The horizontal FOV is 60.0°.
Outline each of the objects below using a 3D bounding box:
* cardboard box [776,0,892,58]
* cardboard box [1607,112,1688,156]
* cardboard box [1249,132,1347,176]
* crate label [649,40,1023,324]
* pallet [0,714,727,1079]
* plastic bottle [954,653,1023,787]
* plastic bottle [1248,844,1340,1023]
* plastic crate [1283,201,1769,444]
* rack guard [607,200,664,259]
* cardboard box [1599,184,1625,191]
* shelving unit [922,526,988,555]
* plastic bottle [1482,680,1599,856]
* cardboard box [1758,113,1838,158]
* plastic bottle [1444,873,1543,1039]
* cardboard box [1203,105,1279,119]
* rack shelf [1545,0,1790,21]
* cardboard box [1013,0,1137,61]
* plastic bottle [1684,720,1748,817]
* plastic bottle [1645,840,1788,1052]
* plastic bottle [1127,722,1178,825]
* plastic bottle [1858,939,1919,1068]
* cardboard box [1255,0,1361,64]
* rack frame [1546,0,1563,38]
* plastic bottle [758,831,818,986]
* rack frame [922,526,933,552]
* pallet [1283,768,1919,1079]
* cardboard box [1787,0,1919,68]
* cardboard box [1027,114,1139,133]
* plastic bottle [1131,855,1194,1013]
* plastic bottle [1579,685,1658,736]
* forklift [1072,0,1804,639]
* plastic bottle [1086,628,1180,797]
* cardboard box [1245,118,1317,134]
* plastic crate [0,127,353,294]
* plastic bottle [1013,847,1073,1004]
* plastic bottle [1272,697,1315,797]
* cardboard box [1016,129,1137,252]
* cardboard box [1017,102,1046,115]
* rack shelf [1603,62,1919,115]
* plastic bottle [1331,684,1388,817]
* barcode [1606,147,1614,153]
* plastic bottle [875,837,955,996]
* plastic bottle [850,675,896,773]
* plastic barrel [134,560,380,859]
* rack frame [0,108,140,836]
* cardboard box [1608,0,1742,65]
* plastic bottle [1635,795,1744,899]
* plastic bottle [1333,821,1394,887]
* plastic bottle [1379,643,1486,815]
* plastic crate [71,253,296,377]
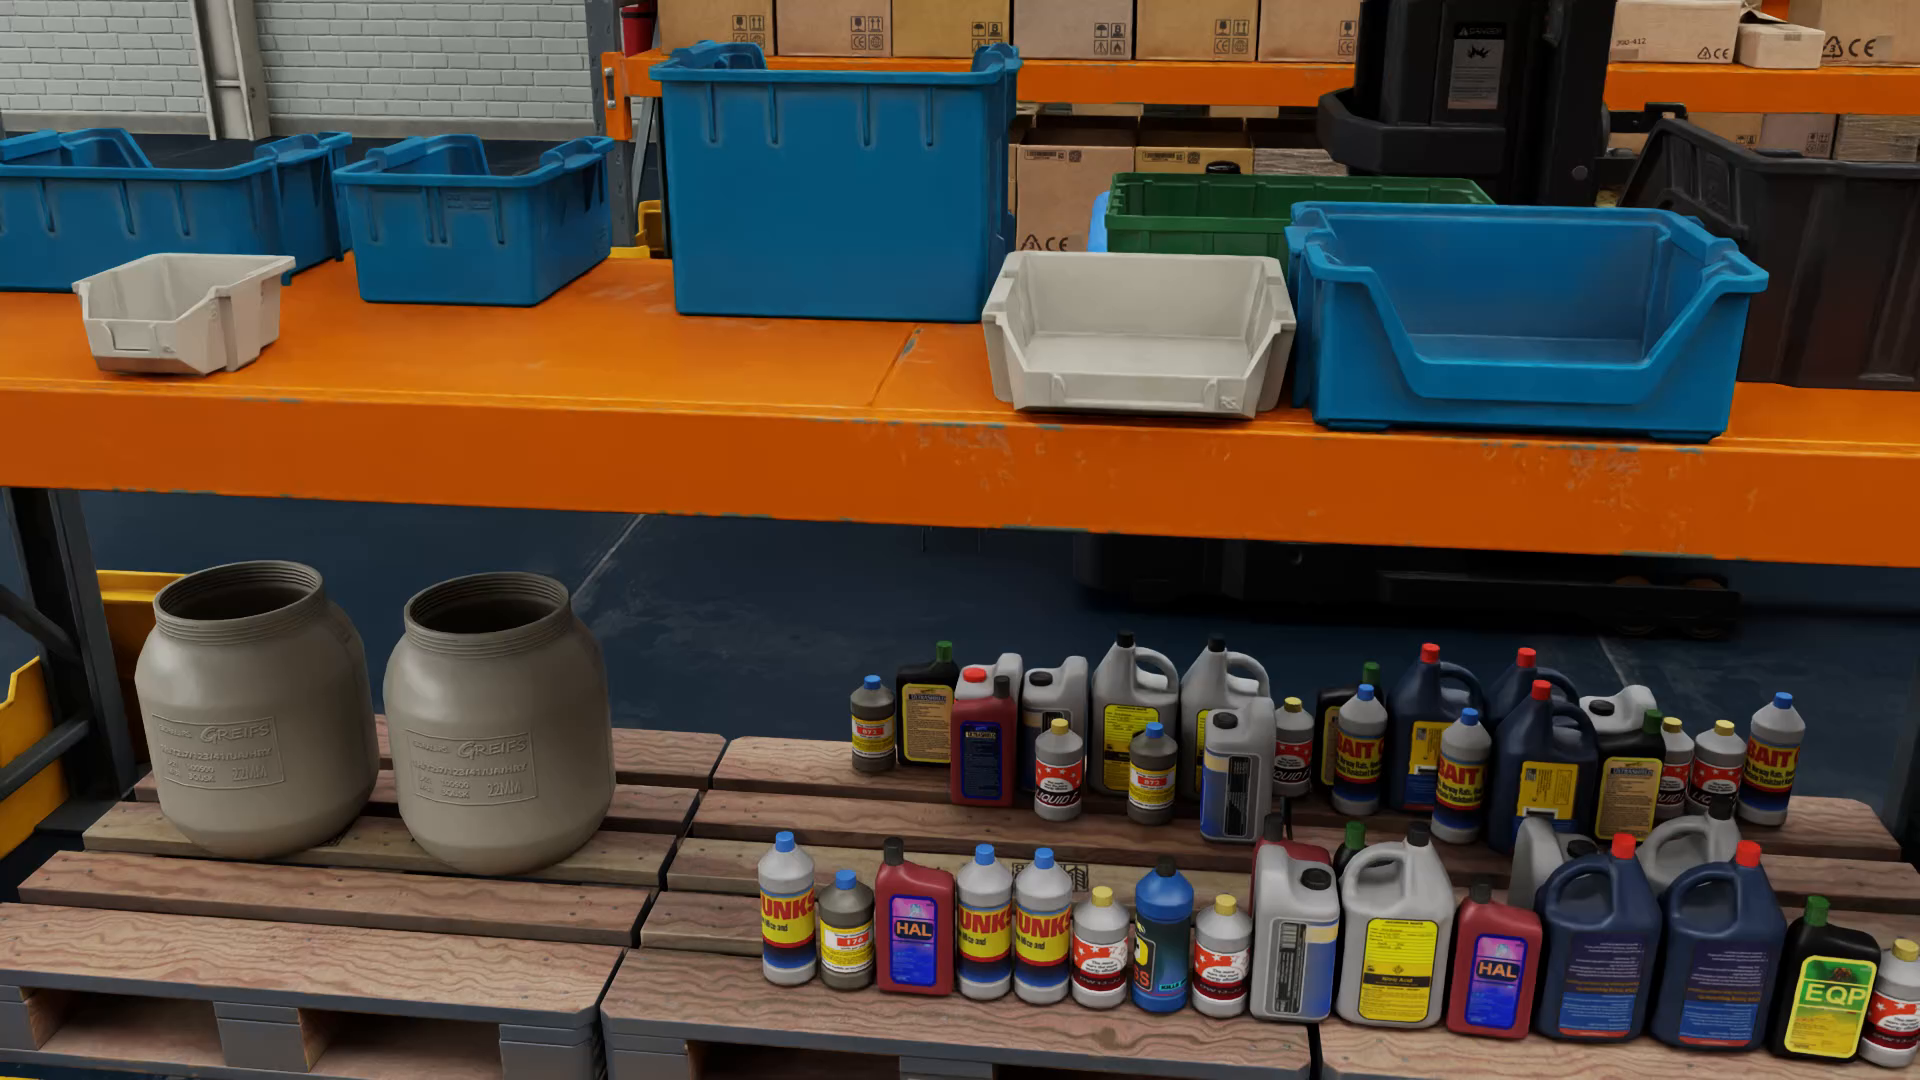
[{"bbox_3d":[-0.491,-2.436,7.386,0.500,0.500,0.700,3,22,8],"label":"cardboard box"},{"bbox_3d":[4.830,-3.047,11.868,0.500,0.500,0.700,3,22,7],"label":"cardboard box"},{"bbox_3d":[1.515,-1.494,7.287,0.500,0.500,0.500,2,22,6],"label":"cardboard box"},{"bbox_3d":[-0.203,-0.663,2.988,0.616,0.435,0.502,2,22,6],"label":"crate label"},{"bbox_3d":[-1.175,0.693,3.400,1.213,0.211,1.003,2,22,6],"label":"pallet"},{"bbox_3d":[0.060,0.375,3.517,0.135,0.276,0.152,3,22,7],"label":"plastic bottle"},{"bbox_3d":[0.564,0.655,2.810,0.135,0.276,0.152,3,22,7],"label":"plastic bottle"},{"bbox_3d":[0.779,-0.334,2.406,0.616,0.251,0.499,2,22,6],"label":"plastic crate"},{"bbox_3d":[-1.499,-1.274,7.982,0.348,0.500,1.175,2,22,6],"label":"rack guard"},{"bbox_3d":[2.933,-1.527,7.628,0.500,0.311,0.500,2,22,6],"label":"cardboard box"},{"bbox_3d":[-0.014,-0.559,5.221,0.189,1.200,0.258,2,22,6],"label":"shelving unit"},{"bbox_3d":[1.140,0.440,3.253,0.185,0.351,0.144,2,22,6],"label":"plastic bottle"},{"bbox_3d":[5.829,-3.017,11.793,0.500,0.500,0.700,2,22,6],"label":"cardboard box"},{"bbox_3d":[0.879,0.682,2.731,0.133,0.283,0.061,4,22,10],"label":"plastic bottle"},{"bbox_3d":[2.040,-3.144,12.113,0.500,0.500,0.500,1,22,2],"label":"cardboard box"},{"bbox_3d":[5.062,-3.650,11.571,4.000,0.370,1.077,2,22,6],"label":"rack shelf"},{"bbox_3d":[0.524,-2.391,7.272,0.500,0.500,0.700,3,22,8],"label":"cardboard box"},{"bbox_3d":[1.544,0.465,3.393,0.097,0.201,0.097,0,22,0],"label":"plastic bottle"},{"bbox_3d":[1.236,0.651,2.719,0.185,0.351,0.144,2,22,5],"label":"plastic bottle"},{"bbox_3d":[0.392,0.468,3.385,0.097,0.201,0.097,0,22,0],"label":"plastic bottle"},{"bbox_3d":[1.513,0.741,2.694,0.097,0.201,0.097,0,22,0],"label":"plastic bottle"},{"bbox_3d":[1.531,-2.346,7.158,0.500,0.500,0.700,2,22,6],"label":"cardboard box"},{"bbox_3d":[2.497,-2.262,7.082,0.127,3.000,1.000,2,22,6],"label":"rack frame"},{"bbox_3d":[-0.298,0.629,2.881,0.097,0.271,0.097,0,22,0],"label":"plastic bottle"},{"bbox_3d":[-0.105,-0.563,5.231,0.006,1.200,0.240,2,22,6],"label":"rack frame"},{"bbox_3d":[1.248,0.799,3.133,1.213,0.211,1.003,2,22,6],"label":"pallet"},{"bbox_3d":[3.780,-2.247,6.907,0.500,0.500,0.500,4,22,10],"label":"cardboard box"},{"bbox_3d":[0.583,-1.726,7.875,0.500,0.500,0.500,2,22,6],"label":"cardboard box"},{"bbox_3d":[0.342,0.657,2.810,0.097,0.271,0.097,0,22,0],"label":"plastic bottle"},{"bbox_3d":[1.321,0.430,3.378,0.135,0.276,0.152,3,22,8],"label":"plastic bottle"},{"bbox_3d":[1.886,-1.288,4.712,3.031,2.935,1.130,2,22,5],"label":"forklift"},{"bbox_3d":[0.363,0.352,3.474,0.185,0.351,0.144,3,22,9],"label":"plastic bottle"},{"bbox_3d":[1.575,-1.681,7.760,0.500,0.500,0.500,2,22,6],"label":"cardboard box"},{"bbox_3d":[-1.530,-0.645,3.195,0.616,0.251,0.499,2,22,6],"label":"plastic crate"},{"bbox_3d":[0.141,0.649,2.832,0.097,0.271,0.097,0,22,0],"label":"plastic bottle"},{"bbox_3d":[0.691,0.427,3.487,0.097,0.201,0.097,0,22,0],"label":"plastic bottle"},{"bbox_3d":[0.520,-1.530,7.380,0.500,0.500,0.500,2,22,6],"label":"cardboard box"},{"bbox_3d":[0.346,-3.111,12.287,0.500,0.311,0.500,4,22,11],"label":"cardboard box"},{"bbox_3d":[4.483,-1.841,6.996,4.000,0.370,1.077,2,22,6],"label":"rack shelf"},{"bbox_3d":[0.819,0.423,3.403,0.097,0.271,0.097,0,22,0],"label":"plastic bottle"},{"bbox_3d":[2.701,-1.588,6.872,0.075,0.075,0.001,2,22,6],"label":"barcode"},{"bbox_3d":[-0.076,0.640,2.837,0.133,0.283,0.061,3,22,7],"label":"plastic bottle"},{"bbox_3d":[-0.187,0.389,3.583,0.097,0.201,0.097,0,22,0],"label":"plastic bottle"},{"bbox_3d":[-1.400,0.335,3.325,0.421,0.512,0.421,0,22,0],"label":"plastic barrel"},{"bbox_3d":[-2.062,-0.627,2.946,0.127,3.000,1.000,2,22,6],"label":"rack frame"},{"bbox_3d":[2.991,-2.187,7.096,0.500,0.250,0.500,4,22,10],"label":"cardboard box"},{"bbox_3d":[1.253,0.598,2.852,0.185,0.351,0.144,2,22,6],"label":"plastic bottle"},{"bbox_3d":[0.712,0.621,2.885,0.133,0.283,0.061,2,22,6],"label":"plastic bottle"},{"bbox_3d":[0.970,0.379,3.407,0.185,0.351,0.144,2,22,4],"label":"plastic bottle"},{"bbox_3d":[-1.211,-0.348,2.599,0.250,0.136,0.298,2,22,6],"label":"plastic crate"}]
